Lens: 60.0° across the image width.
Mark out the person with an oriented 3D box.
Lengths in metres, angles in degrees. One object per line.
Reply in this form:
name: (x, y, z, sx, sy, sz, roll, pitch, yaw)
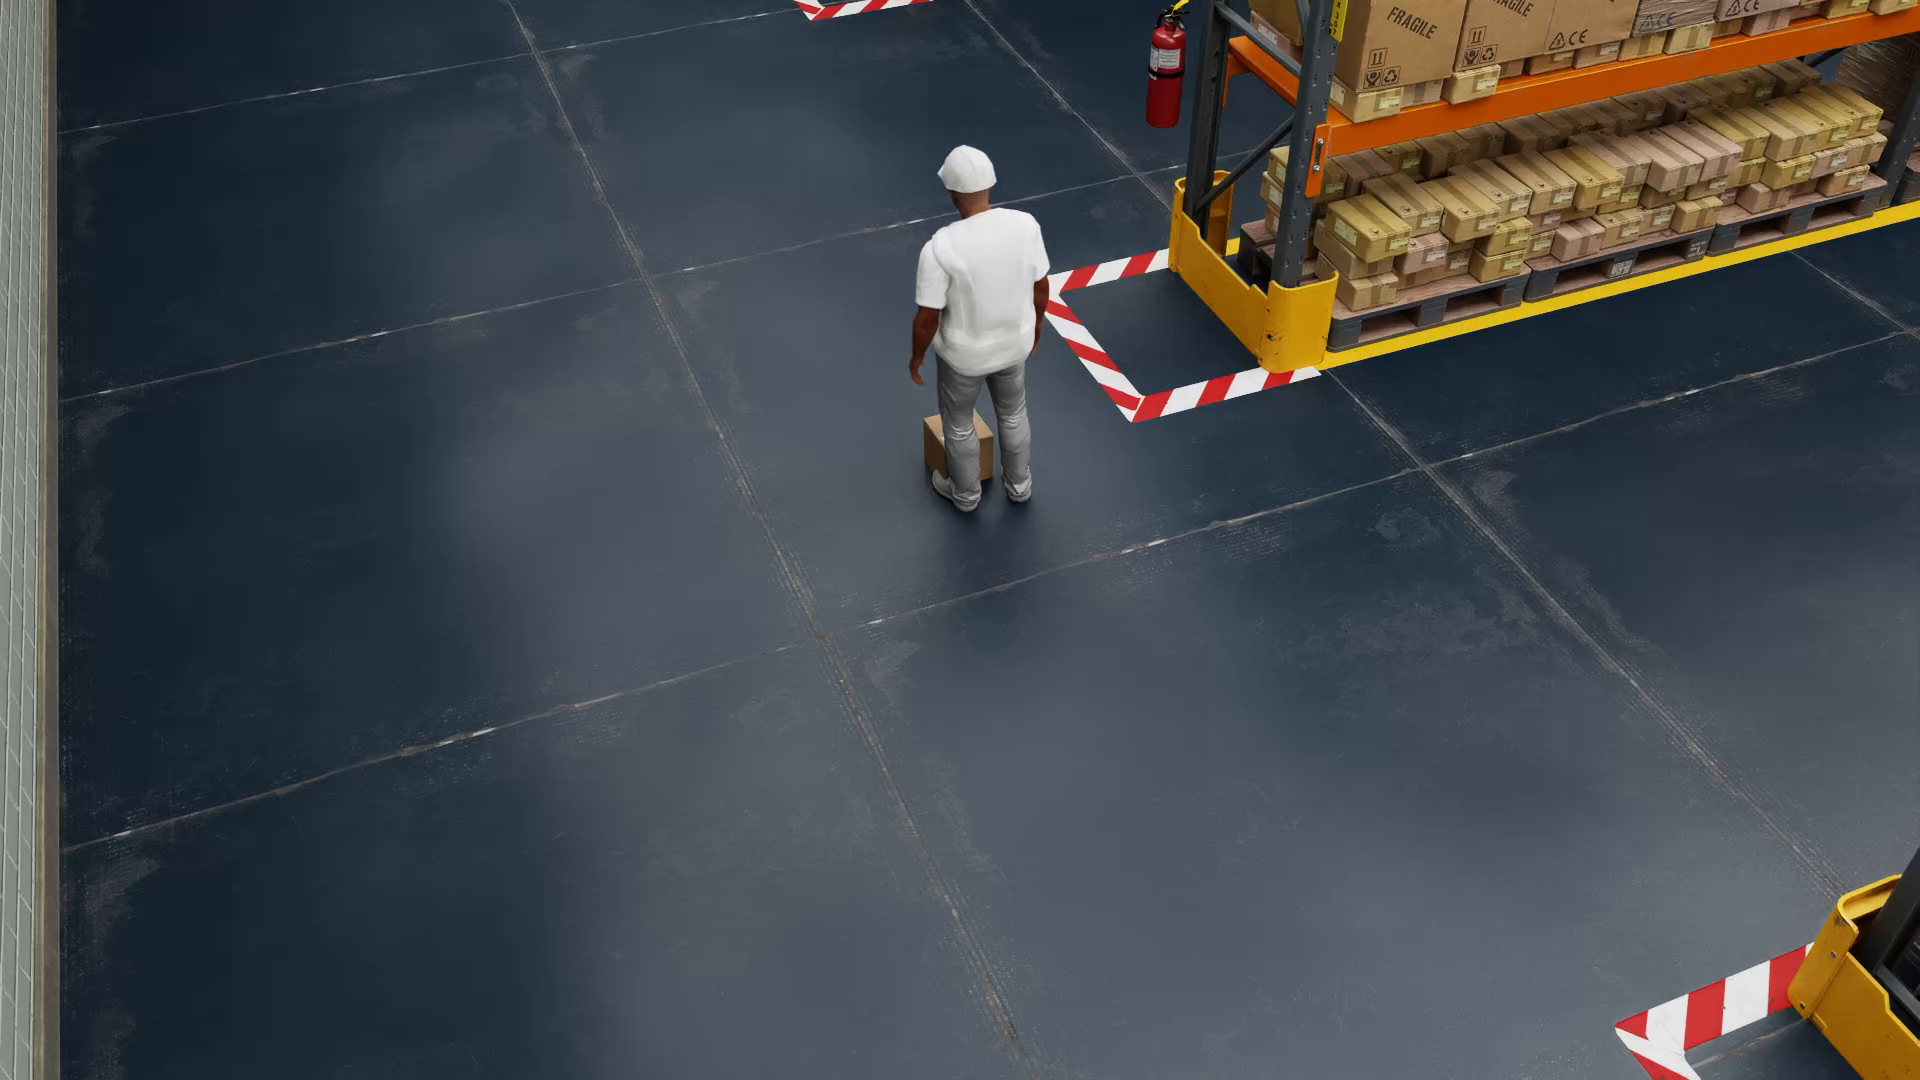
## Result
person: (0.081, -0.856, 7.112, 0.637, 1.761, 0.455, -17, 44, -18)
